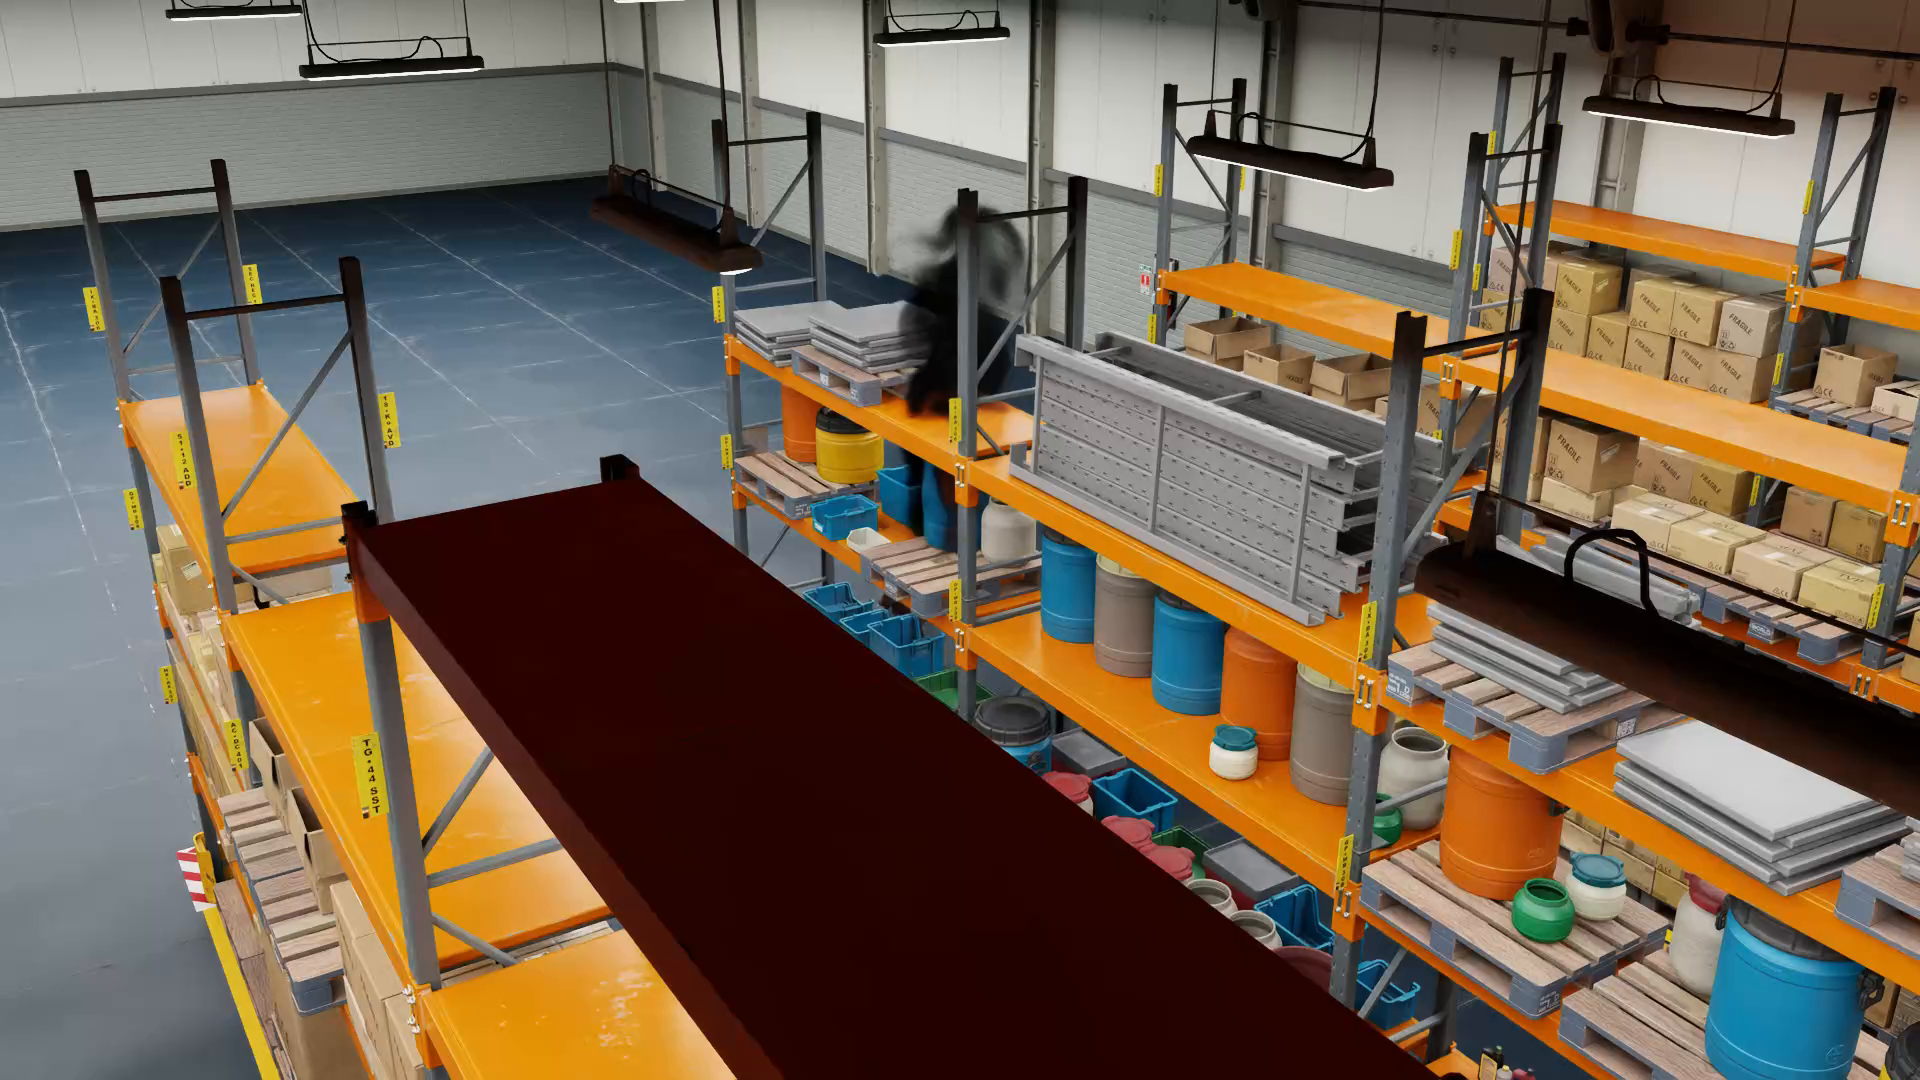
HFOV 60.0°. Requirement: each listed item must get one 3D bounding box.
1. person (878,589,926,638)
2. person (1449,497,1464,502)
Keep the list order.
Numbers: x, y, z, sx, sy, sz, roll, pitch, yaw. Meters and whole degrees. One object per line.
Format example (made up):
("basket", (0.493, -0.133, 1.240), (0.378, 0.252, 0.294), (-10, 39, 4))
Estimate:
("person", (-0.568, 0.770, 17.152), (0.621, 1.746, 0.691), (16, 27, 34))
("person", (5.392, 0.287, 18.356), (0.681, 1.759, 0.778), (-16, 27, -35))
